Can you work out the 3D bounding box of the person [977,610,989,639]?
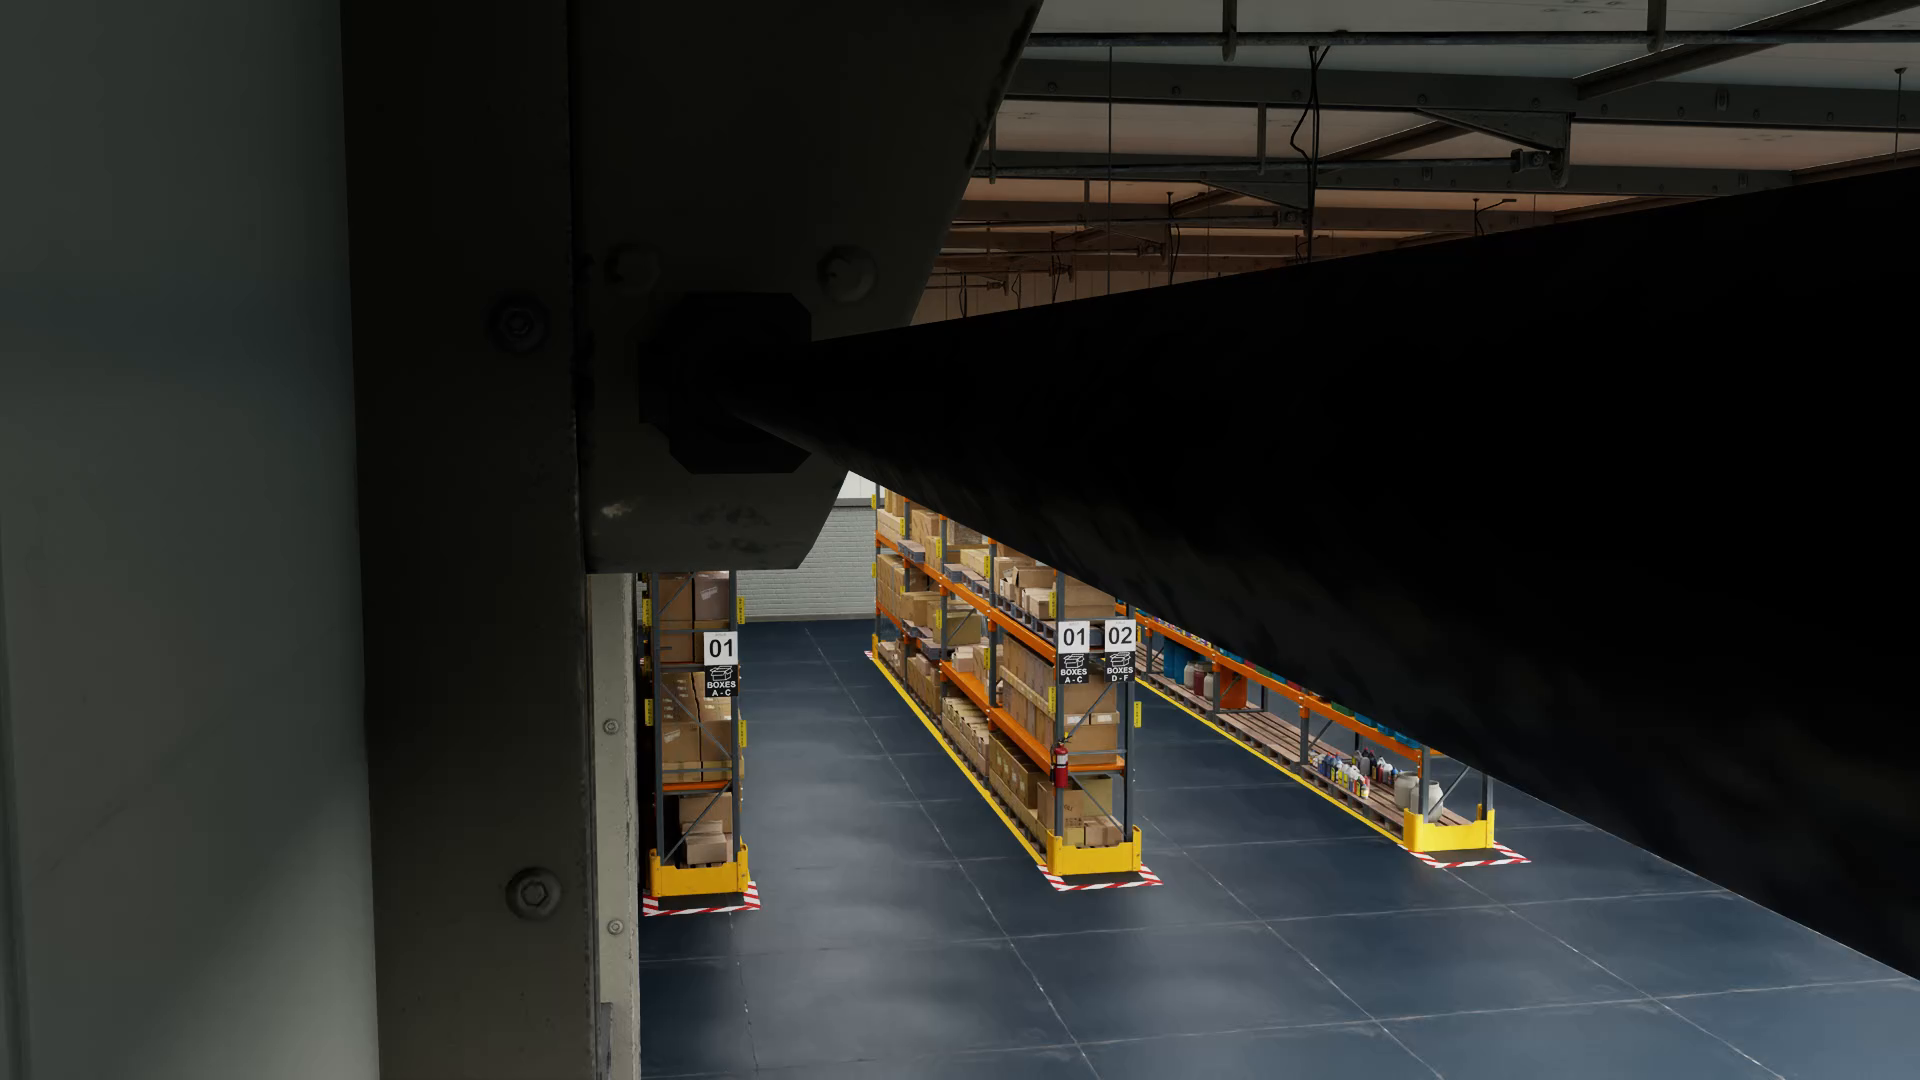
[{"bbox_3d":[0.501,1.695,36.691,0.730,1.759,0.921,-6,8,-45],"label":"person"}]
